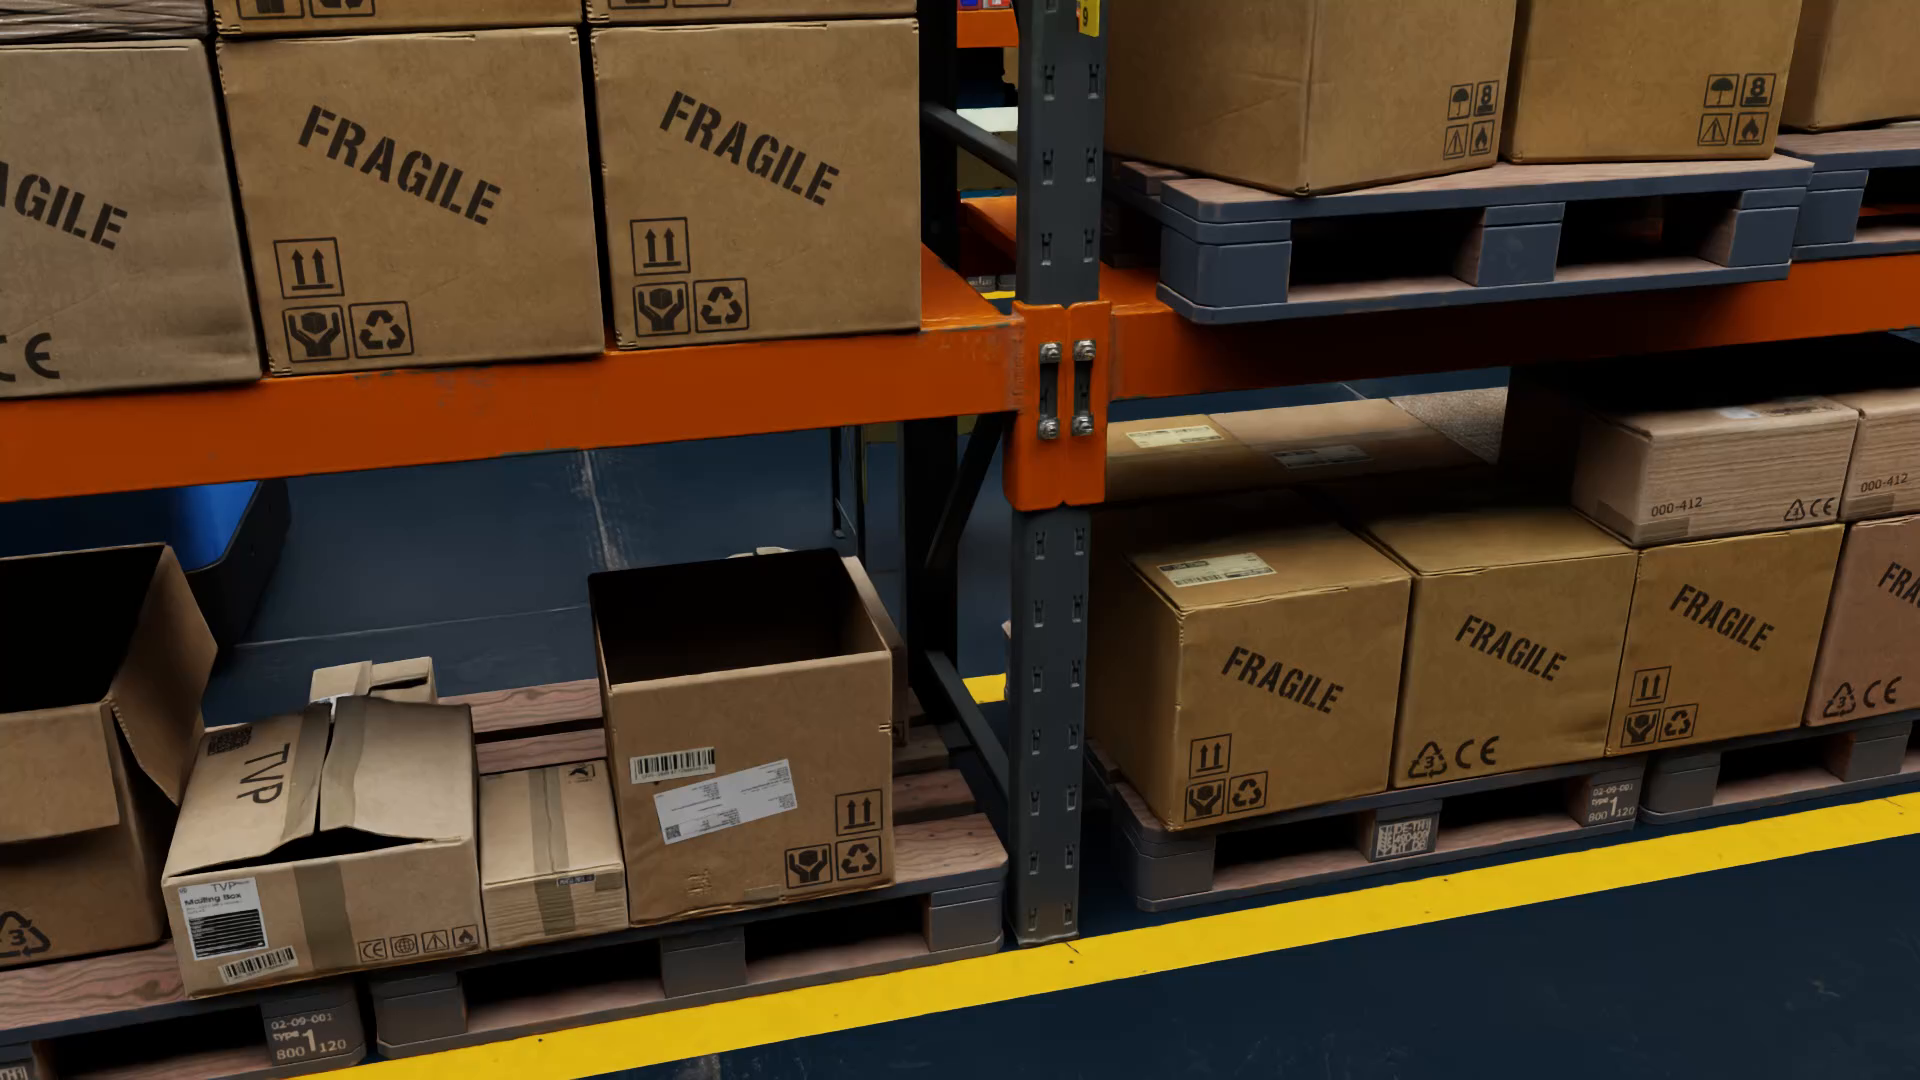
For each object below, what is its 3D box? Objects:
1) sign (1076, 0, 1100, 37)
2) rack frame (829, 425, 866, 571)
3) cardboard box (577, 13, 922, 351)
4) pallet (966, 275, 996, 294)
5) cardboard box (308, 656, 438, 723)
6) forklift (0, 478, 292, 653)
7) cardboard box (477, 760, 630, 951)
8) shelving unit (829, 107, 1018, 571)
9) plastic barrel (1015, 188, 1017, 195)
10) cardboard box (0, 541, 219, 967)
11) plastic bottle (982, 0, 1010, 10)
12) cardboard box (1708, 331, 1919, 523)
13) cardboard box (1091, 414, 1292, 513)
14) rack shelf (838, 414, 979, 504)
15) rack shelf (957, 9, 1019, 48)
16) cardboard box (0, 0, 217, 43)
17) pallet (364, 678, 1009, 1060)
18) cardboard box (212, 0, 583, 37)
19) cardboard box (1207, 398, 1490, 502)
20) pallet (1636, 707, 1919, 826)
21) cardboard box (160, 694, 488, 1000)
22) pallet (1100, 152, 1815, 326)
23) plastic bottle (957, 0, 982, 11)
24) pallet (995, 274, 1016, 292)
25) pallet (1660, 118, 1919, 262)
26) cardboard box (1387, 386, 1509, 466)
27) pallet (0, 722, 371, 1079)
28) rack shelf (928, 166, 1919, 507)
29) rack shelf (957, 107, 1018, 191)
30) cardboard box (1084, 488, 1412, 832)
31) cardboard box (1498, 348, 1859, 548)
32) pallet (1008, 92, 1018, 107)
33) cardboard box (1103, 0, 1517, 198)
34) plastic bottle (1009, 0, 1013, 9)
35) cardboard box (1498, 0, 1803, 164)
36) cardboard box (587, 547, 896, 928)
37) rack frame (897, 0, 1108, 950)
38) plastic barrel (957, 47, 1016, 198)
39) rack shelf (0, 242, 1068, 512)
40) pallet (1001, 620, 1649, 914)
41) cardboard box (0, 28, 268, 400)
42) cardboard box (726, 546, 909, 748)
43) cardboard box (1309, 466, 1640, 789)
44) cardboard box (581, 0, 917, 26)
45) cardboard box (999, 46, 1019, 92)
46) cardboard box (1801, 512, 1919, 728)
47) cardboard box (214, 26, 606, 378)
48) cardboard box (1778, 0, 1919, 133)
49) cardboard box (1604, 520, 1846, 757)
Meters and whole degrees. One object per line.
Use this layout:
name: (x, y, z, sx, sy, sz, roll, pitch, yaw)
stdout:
sign: (0.199, -0.946, 2.552, 0.005, 0.325, 0.100, -6, 24, -14)
rack frame: (-0.346, -0.651, 4.865, 0.023, 1.500, 0.400, -6, 24, -14)
cardboard box: (-0.367, -0.648, 2.830, 0.500, 0.500, 0.500, -6, 24, -13)
pallet: (-0.535, -1.419, 8.289, 1.213, 0.211, 1.003, -6, 24, -14)
cardboard box: (-1.248, 0.405, 3.537, 0.250, 0.166, 0.380, -6, 24, -14)
forklift: (-3.492, -1.060, 4.003, 3.031, 2.935, 1.130, -5, 24, -11)
cardboard box: (-0.772, 0.586, 3.138, 0.250, 0.149, 0.380, -6, 24, -14)
shelving unit: (0.006, -0.690, 4.956, 0.755, 1.500, 0.431, -6, 24, -14)
plastic barrel: (0.488, -1.837, 8.349, 0.421, 0.512, 0.421, 0, 23, 0)
cardboard box: (-1.763, 0.394, 3.136, 0.637, 0.503, 0.797, -6, 24, -14)
plastic bottle: (0.151, -2.580, 7.617, 0.135, 0.276, 0.152, -6, 24, -14)
cardboard box: (2.022, -0.270, 3.737, 0.500, 0.250, 0.500, -7, 24, -15)
cardboard box: (0.443, 0.032, 3.983, 0.500, 0.500, 0.500, -6, 24, -15)
rack shelf: (0.006, -0.390, 5.084, 0.720, 0.370, 0.431, -6, 24, -14)
rack shelf: (0.636, -2.516, 8.223, 4.000, 0.370, 1.077, -6, 24, -14)
cardboard box: (-1.350, -0.997, 2.375, 0.500, 0.500, 0.500, -6, 24, -14)
pallet: (-0.617, 0.601, 3.581, 1.213, 0.211, 1.003, -6, 24, -14)
cardboard box: (-0.865, -1.051, 2.500, 0.500, 0.500, 0.500, -7, 24, -15)
cardboard box: (0.921, -0.017, 4.098, 0.500, 0.500, 0.500, -6, 24, -14)
pallet: (1.995, 0.296, 4.292, 1.213, 0.211, 1.003, -6, 24, -14)
cardboard box: (-1.149, 0.529, 3.066, 0.500, 0.311, 0.500, -6, 24, -14)
pallet: (0.844, -0.708, 3.341, 1.213, 0.211, 1.003, -6, 24, -14)
plastic bottle: (0.034, -2.552, 7.542, 0.133, 0.283, 0.061, -6, 24, -14)
pallet: (0.641, -1.550, 8.595, 1.213, 0.211, 1.003, -6, 24, -14)
pallet: (2.025, -0.882, 3.745, 1.213, 0.211, 1.003, -6, 24, -14)
cardboard box: (1.404, -0.071, 4.223, 0.500, 0.500, 0.500, -6, 24, -14)
pallet: (-1.793, 0.733, 3.275, 1.213, 0.211, 1.003, -6, 24, -14)
rack shelf: (1.971, -0.635, 3.839, 4.000, 0.370, 1.077, -6, 24, -14)
rack shelf: (0.006, -1.049, 4.802, 0.720, 0.370, 0.431, -6, 24, -14)
cardboard box: (0.576, 0.234, 3.512, 0.500, 0.500, 0.500, -7, 24, -17)
cardboard box: (1.539, -0.217, 3.612, 0.500, 0.250, 0.500, -6, 24, -14)
pallet: (0.444, -3.604, 13.381, 1.213, 0.211, 1.003, -6, 24, -14)
cardboard box: (0.561, -0.958, 3.018, 0.500, 0.500, 0.700, -16, 28, -32)
plastic bottle: (0.270, -2.548, 7.636, 0.097, 0.201, 0.097, 0, 23, 0)
cardboard box: (1.206, -1.055, 3.245, 0.500, 0.500, 0.700, -3, 23, -6)
cardboard box: (-0.427, 0.362, 3.215, 0.500, 0.500, 0.500, -6, 24, -14)
rack frame: (0.045, -0.753, 3.201, 0.127, 3.000, 1.000, -6, 24, -14)
plastic barrel: (-0.079, -1.990, 8.211, 0.708, 0.901, 0.600, -6, 24, -14)
rack shelf: (-1.881, -0.209, 2.846, 4.000, 0.370, 1.077, -6, 24, -14)
pallet: (0.818, 0.427, 3.986, 1.213, 0.211, 1.003, -6, 24, -14)
cardboard box: (-1.357, -0.537, 2.571, 0.500, 0.500, 0.500, -6, 24, -13)
cardboard box: (-0.418, 0.243, 3.732, 0.500, 0.311, 0.500, -6, 24, -14)
cardboard box: (1.087, 0.173, 3.654, 0.500, 0.500, 0.500, -6, 24, -14)
cardboard box: (-0.372, -1.106, 2.629, 0.500, 0.500, 0.500, -6, 24, -14)
cardboard box: (0.554, -4.091, 13.143, 0.875, 0.875, 1.225, -7, 24, -17)
cardboard box: (2.057, 0.069, 3.896, 0.500, 0.500, 0.500, -7, 24, -16)
cardboard box: (-0.863, -0.593, 2.701, 0.500, 0.500, 0.500, -6, 24, -13)
cardboard box: (1.729, -1.204, 3.592, 0.500, 0.500, 0.700, -13, 26, -28)
cardboard box: (1.570, 0.123, 3.771, 0.500, 0.500, 0.500, -6, 24, -14)
